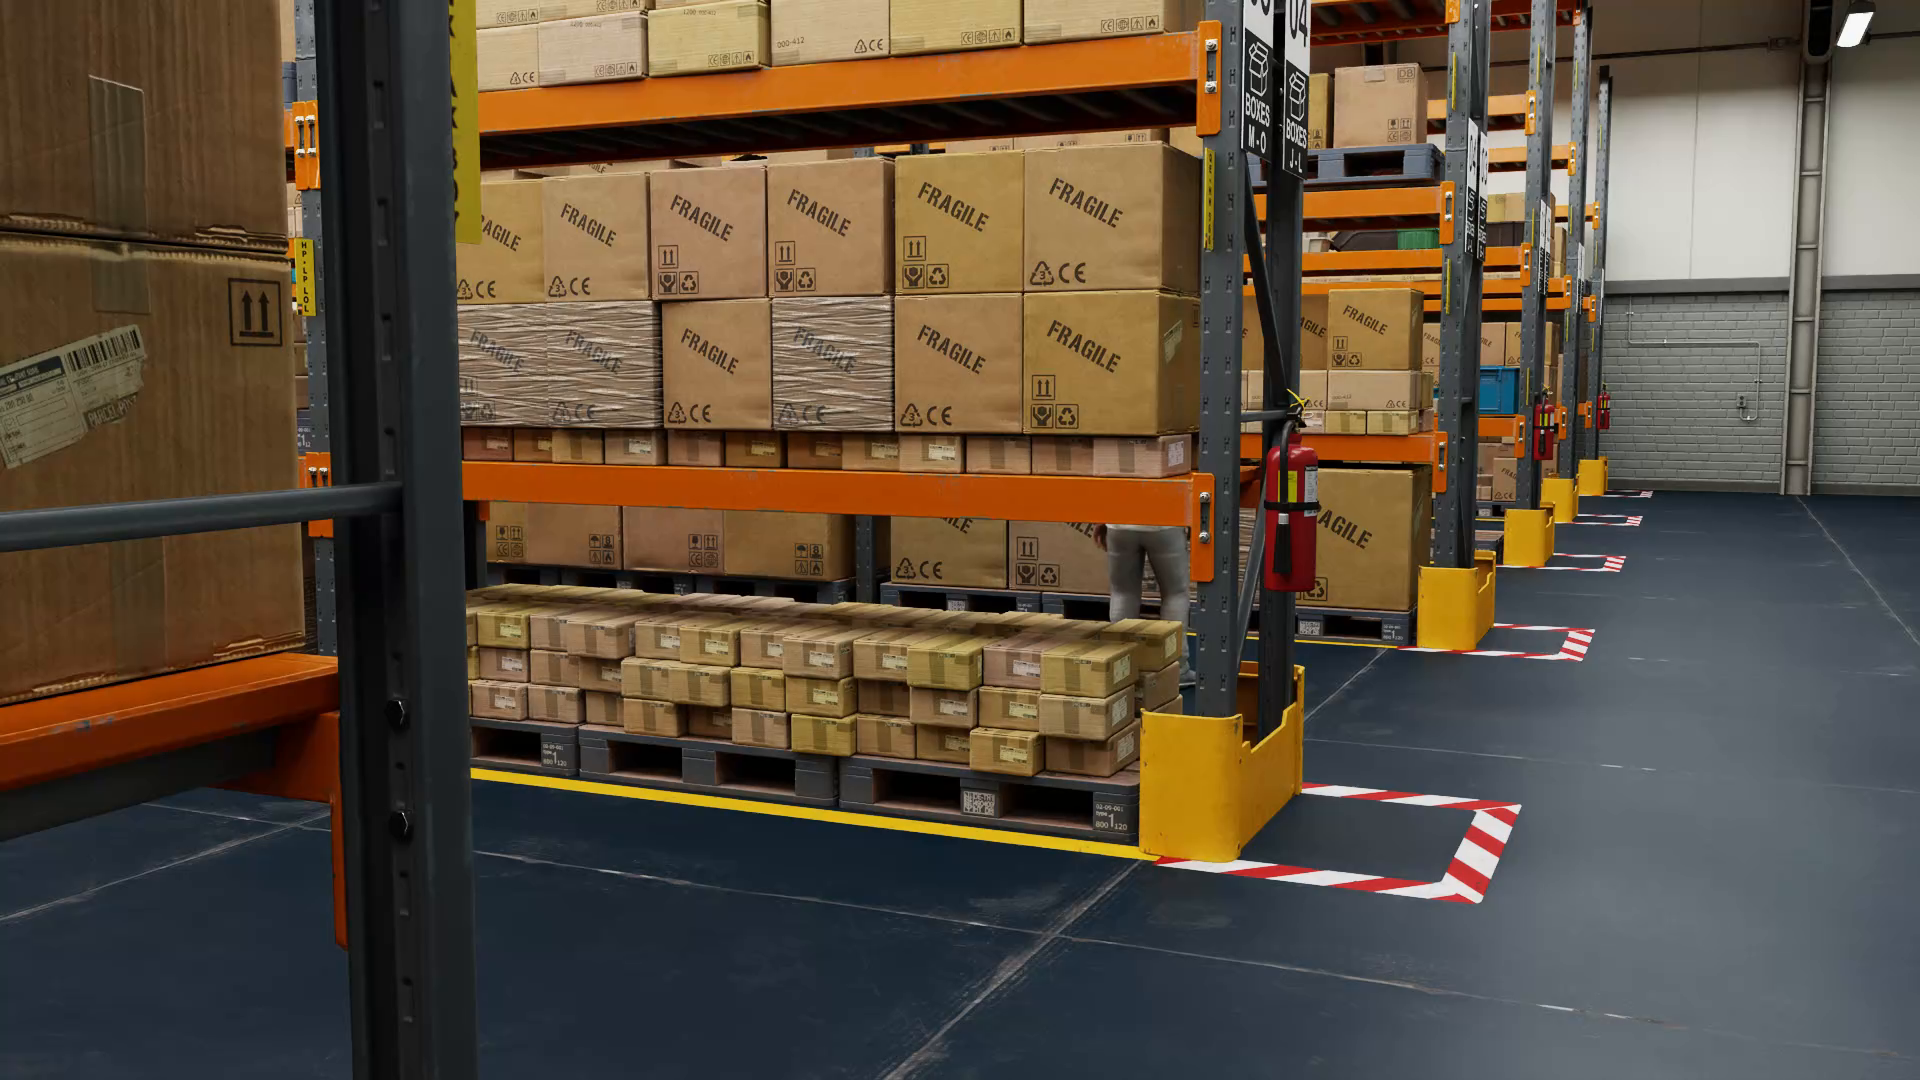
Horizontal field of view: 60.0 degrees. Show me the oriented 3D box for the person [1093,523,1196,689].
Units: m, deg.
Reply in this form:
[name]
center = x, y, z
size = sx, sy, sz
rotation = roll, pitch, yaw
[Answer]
[person]
center = 0.997, -0.088, 8.895
size = 0.606, 1.750, 0.432
rotation = 2, 6, 20
